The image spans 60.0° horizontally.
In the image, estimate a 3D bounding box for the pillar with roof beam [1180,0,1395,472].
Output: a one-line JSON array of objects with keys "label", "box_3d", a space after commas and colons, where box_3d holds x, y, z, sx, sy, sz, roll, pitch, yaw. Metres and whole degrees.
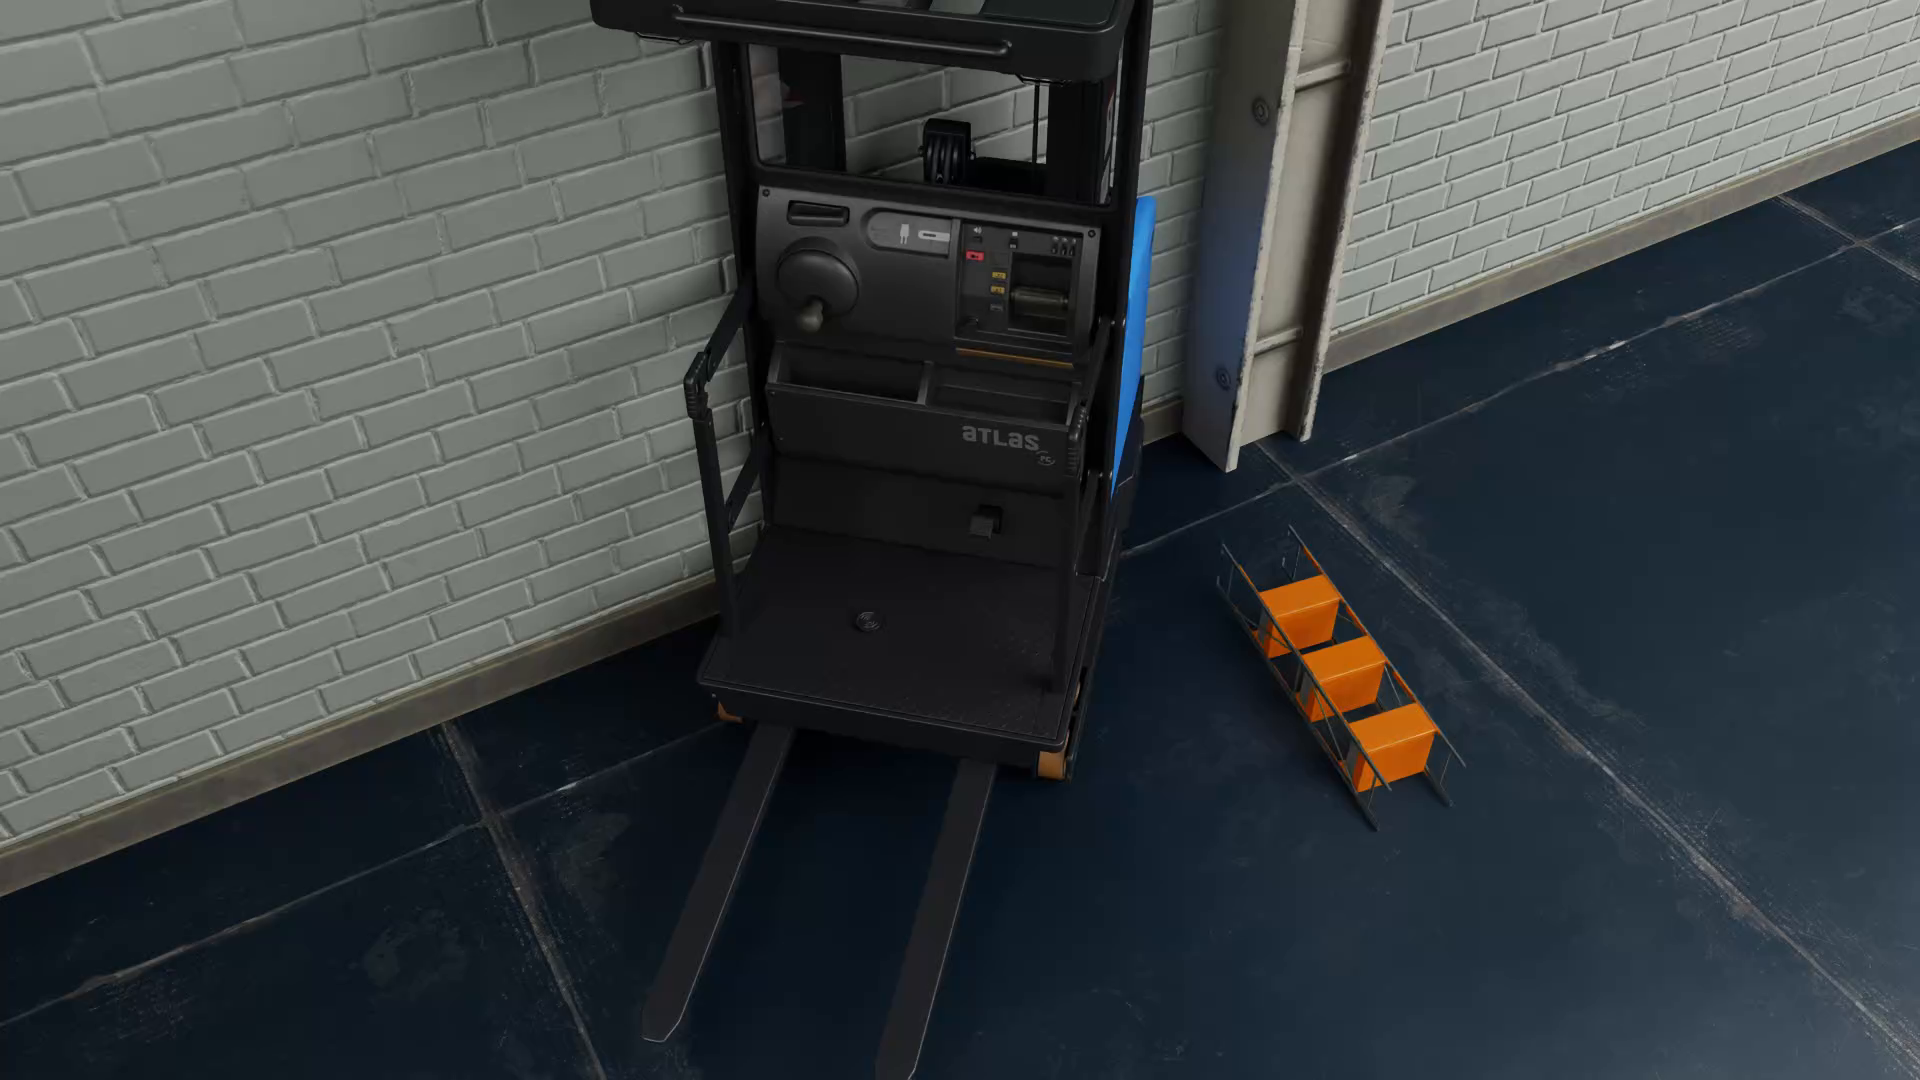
[{"label": "pillar with roof beam", "box_3d": [3.196, -1.033, 0.353, 0.400, 9.000, 9.100, -22, 48, -21]}]

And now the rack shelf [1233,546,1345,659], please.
[{"label": "rack shelf", "box_3d": [1.054, 0.209, 5.361, 0.240, 0.215, 0.259, -15, 47, -14]}]

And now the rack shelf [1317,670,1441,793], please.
[{"label": "rack shelf", "box_3d": [1.250, 0.582, 4.989, 0.240, 0.215, 0.259, -15, 47, -14]}]

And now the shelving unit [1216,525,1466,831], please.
[{"label": "shelving unit", "box_3d": [1.155, 0.400, 5.170, 0.252, 0.215, 1.050, -15, 47, -14]}]

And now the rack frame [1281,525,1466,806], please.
[{"label": "rack frame", "box_3d": [1.269, 0.369, 5.199, 0.008, 0.200, 1.050, -15, 47, -14]}]

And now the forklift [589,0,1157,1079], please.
[{"label": "forklift", "box_3d": [-0.138, -0.625, 4.290, 1.130, 2.935, 3.031, 9, 45, 9]}]

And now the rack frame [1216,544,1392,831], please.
[{"label": "rack frame", "box_3d": [1.040, 0.431, 5.141, 0.008, 0.200, 1.050, -15, 47, -14]}]

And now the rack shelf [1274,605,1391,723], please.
[{"label": "rack shelf", "box_3d": [1.151, 0.393, 5.177, 0.240, 0.215, 0.259, -15, 47, -14]}]
